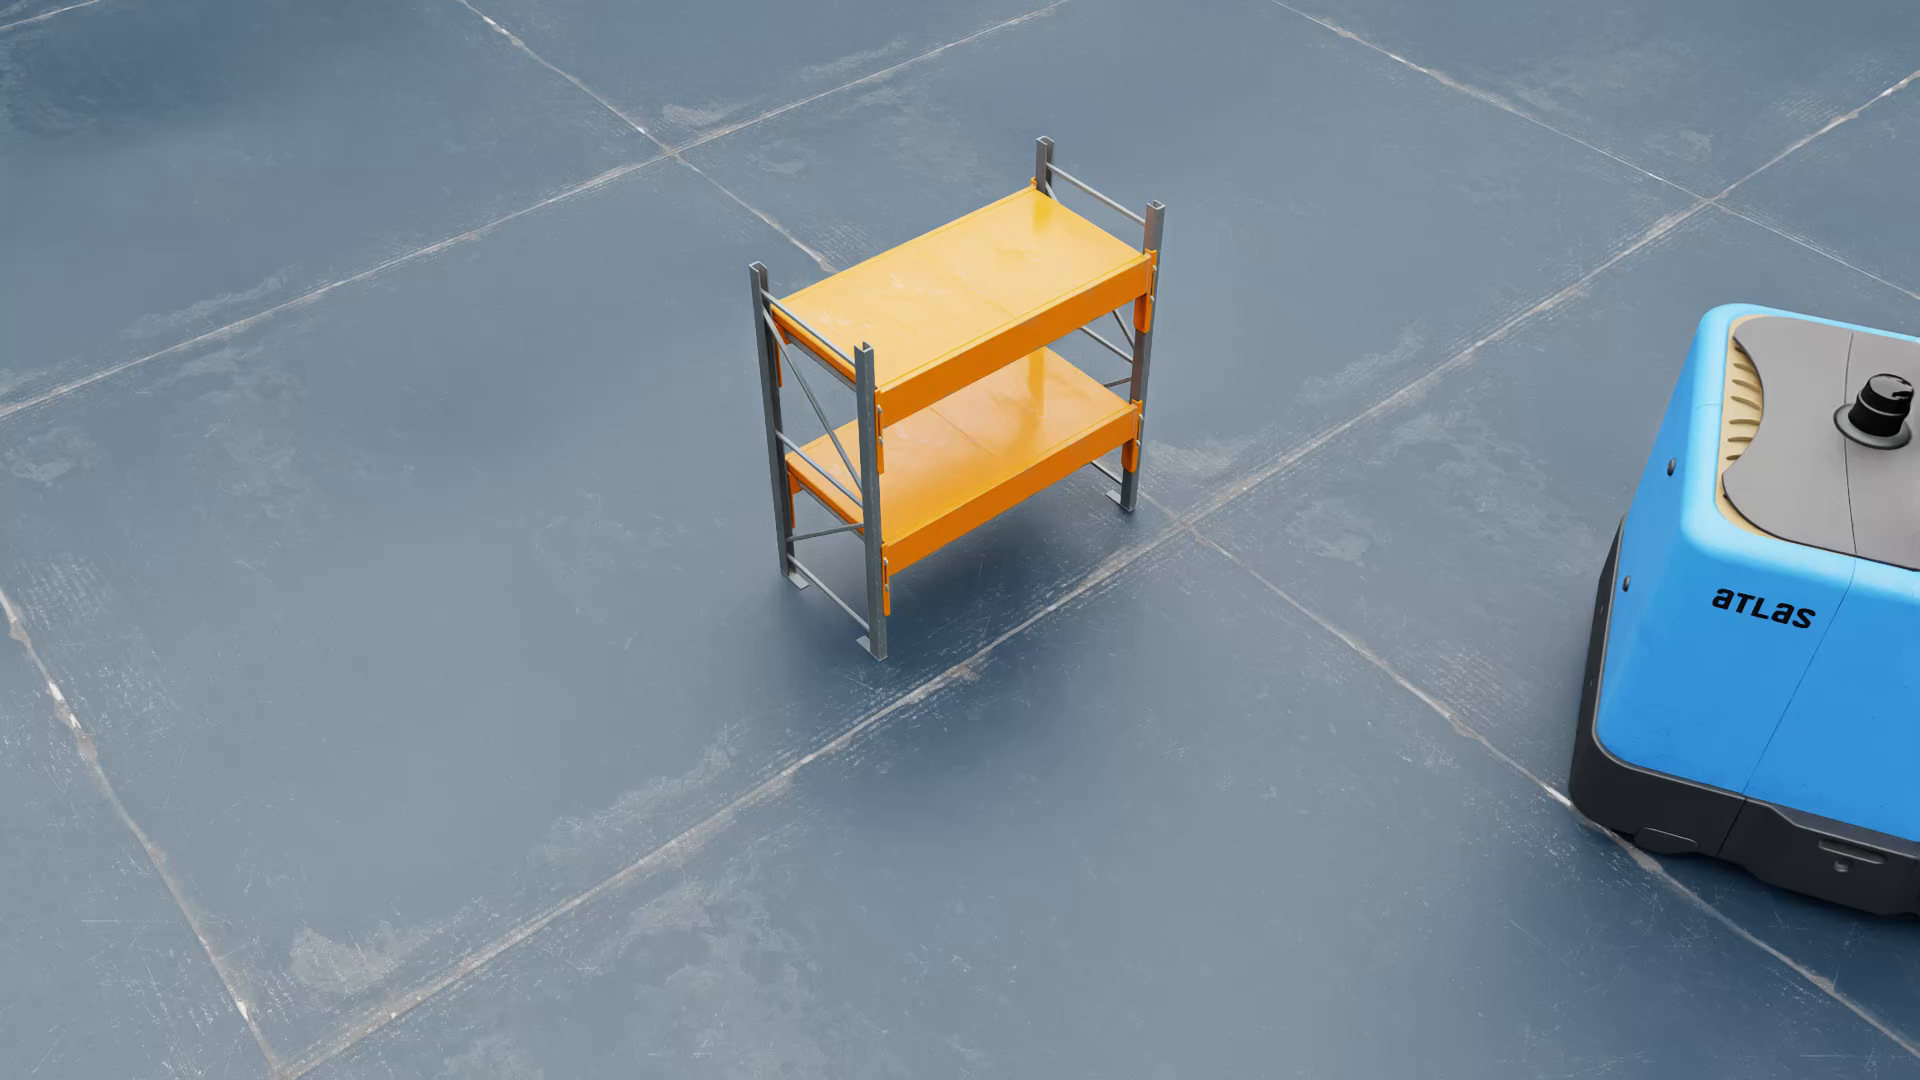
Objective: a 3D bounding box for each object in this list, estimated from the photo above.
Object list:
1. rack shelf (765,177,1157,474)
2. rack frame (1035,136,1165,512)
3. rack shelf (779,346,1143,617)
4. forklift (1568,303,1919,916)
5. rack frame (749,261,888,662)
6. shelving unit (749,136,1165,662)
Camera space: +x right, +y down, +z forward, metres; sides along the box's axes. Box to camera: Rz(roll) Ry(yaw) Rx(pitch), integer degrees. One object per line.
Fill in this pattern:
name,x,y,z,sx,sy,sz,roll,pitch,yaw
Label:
rack shelf,0.005,-0.626,4.668,1.000,0.278,0.538,-30,51,-28
rack frame,0.395,-0.636,5.106,0.032,1.125,0.500,-30,51,-28
rack shelf,0.005,-0.235,5.035,1.000,0.278,0.538,-30,51,-28
forklift,3.191,-0.254,3.380,3.031,2.935,1.130,15,45,15
rack frame,-0.385,-0.190,4.630,0.032,1.125,0.500,-30,51,-28
shelving unit,0.005,-0.413,4.868,1.048,1.125,0.538,-30,51,-28
